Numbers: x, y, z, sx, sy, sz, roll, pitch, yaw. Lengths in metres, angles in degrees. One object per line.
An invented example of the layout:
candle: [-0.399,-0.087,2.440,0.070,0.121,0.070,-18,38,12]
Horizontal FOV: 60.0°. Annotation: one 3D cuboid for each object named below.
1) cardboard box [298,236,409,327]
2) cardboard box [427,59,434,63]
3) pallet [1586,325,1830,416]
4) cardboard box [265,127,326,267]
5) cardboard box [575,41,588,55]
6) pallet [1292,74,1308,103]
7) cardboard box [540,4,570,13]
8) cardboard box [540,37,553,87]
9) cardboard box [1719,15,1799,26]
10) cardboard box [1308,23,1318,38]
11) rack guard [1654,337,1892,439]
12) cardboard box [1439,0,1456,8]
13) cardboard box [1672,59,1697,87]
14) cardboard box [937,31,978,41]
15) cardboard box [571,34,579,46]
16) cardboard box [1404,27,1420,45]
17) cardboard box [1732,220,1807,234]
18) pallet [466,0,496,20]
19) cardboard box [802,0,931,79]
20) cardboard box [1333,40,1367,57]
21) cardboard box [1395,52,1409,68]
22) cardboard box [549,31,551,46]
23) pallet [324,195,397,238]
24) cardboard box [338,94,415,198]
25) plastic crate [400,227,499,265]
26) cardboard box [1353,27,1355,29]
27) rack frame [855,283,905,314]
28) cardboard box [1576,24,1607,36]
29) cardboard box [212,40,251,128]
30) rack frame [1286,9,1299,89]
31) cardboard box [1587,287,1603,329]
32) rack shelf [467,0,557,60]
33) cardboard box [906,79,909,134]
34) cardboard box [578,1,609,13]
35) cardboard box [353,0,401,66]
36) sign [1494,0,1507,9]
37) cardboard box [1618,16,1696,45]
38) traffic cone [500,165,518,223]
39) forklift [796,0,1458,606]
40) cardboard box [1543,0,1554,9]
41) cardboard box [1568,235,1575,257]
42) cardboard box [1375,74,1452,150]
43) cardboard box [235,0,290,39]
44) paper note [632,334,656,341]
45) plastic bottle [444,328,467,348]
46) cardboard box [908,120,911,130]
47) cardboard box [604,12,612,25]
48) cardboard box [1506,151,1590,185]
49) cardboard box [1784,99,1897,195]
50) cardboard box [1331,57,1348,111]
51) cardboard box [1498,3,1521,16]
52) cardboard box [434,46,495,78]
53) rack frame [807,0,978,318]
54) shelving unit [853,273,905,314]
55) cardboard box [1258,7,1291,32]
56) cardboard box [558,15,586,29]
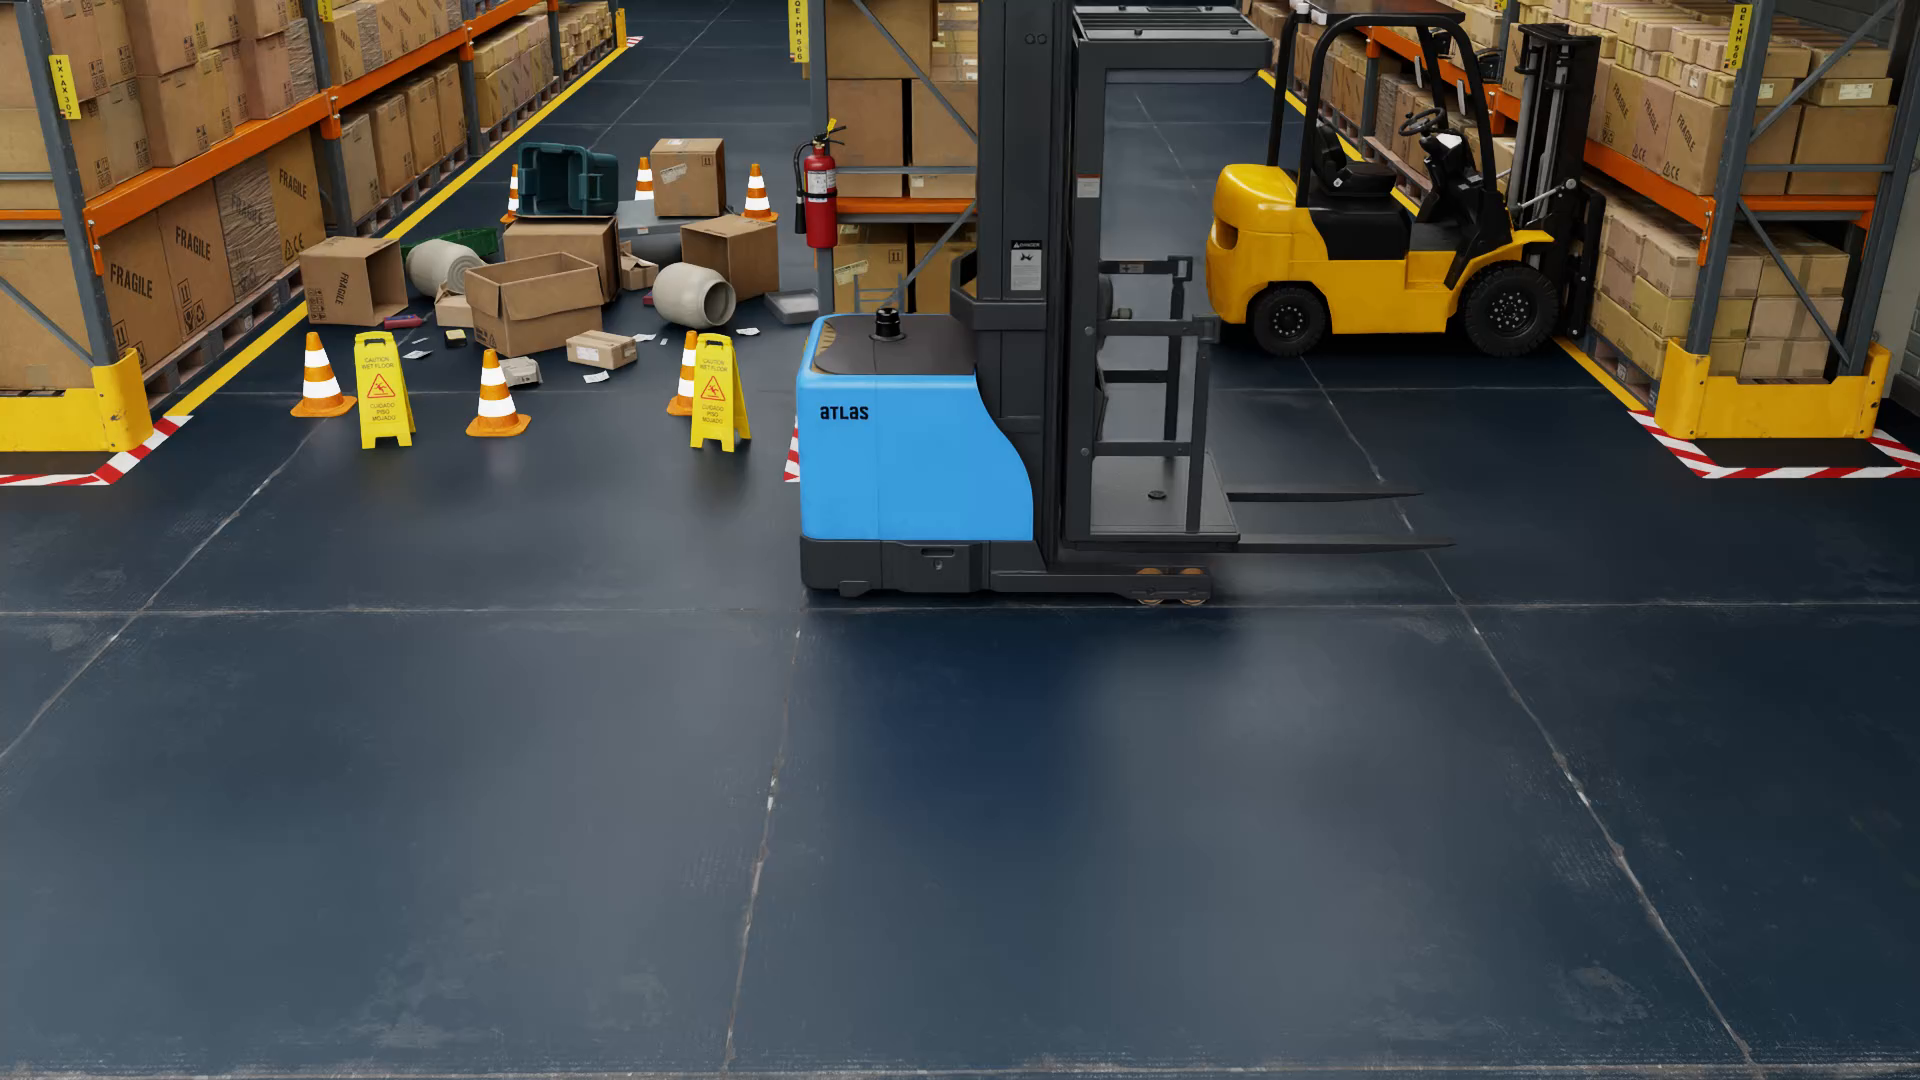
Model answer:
cardboard box: [-4.242,-1.816,11.655,0.500,0.500,0.500,4,25,9]
cardboard box: [-5.598,-4.911,17.083,0.500,0.250,0.500,-1,24,-2]
pallet: [4.620,-1.072,10.365,1.003,0.211,1.213,0,24,-1]
cardboard box: [-5.348,-2.552,12.322,0.875,0.875,0.875,0,24,0]
cardboard box: [-5.110,-6.463,21.850,0.380,0.149,0.250,-1,24,-2]
pallet: [4.586,-5.367,19.861,1.003,0.211,1.213,0,24,-1]
cardboard box: [-5.627,-7.366,23.125,0.380,0.149,0.250,0,24,0]
cardboard box: [-5.112,-5.633,19.590,0.500,0.500,0.500,-1,24,-2]
cardboard box: [4.974,-3.180,10.371,0.380,0.149,0.250,-1,24,-2]
cardboard box: [4.358,-6.058,19.741,0.380,0.149,0.250,-1,24,-2]
rack guard: [4.671,-0.879,9.587,1.175,0.500,0.348,0,24,-1]
cardboard box: [4.353,-4.459,14.045,0.500,0.250,0.500,0,24,0]
cardboard box: [4.413,-2.723,9.722,0.380,0.149,0.250,0,24,0]
cardboard box: [-0.050,-3.014,10.793,0.500,0.500,0.500,-1,24,-2]
cardboard box: [-5.167,-6.492,21.554,0.380,0.149,0.250,1,24,2]
cardboard box: [4.357,-4.653,15.079,0.500,0.250,0.500,-1,24,-2]
cardboard box: [4.846,-1.827,10.263,0.500,0.250,0.500,0,24,0]
pallet: [-5.443,-5.442,16.876,1.213,0.211,1.003,0,24,-1]
cardboard box: [-0.517,-2.850,9.216,0.700,0.500,0.500,-1,24,-2]
cardboard box: [4.338,-5.421,18.333,0.380,0.149,0.250,-1,24,-3]
cardboard box: [4.830,-5.100,17.624,0.380,0.149,0.250,0,24,0]
cardboard box: [-5.169,-6.191,20.527,0.380,0.149,0.250,1,24,2]
pallet: [-5.369,-2.635,13.821,1.003,0.211,1.213,0,24,-1]
cardboard box: [-5.388,-3.408,14.365,1.050,0.750,0.750,0,24,-1]
plastic crate: [-3.973,-2.268,12.966,0.450,0.188,0.662,3,22,31]
cardboard box: [4.840,-6.062,19.750,0.380,0.149,0.250,0,24,-1]
rack frame: [-0.391,-0.701,8.344,0.240,1.200,0.006,-2,24,-5]
cardboard box: [4.353,-3.357,11.124,0.380,0.149,0.250,-1,24,-2]
cardboard box: [-5.352,-3.055,11.183,0.875,0.550,0.550,0,24,-1]
rack frame: [4.540,-6.973,20.027,1.000,3.000,0.127,0,24,-1]
cardboard box: [4.357,-1.570,10.908,0.500,0.250,0.500,0,24,0]
rack shelf: [-5.350,-5.733,18.159,1.077,0.370,4.000,0,24,-1]
cardboard box: [-0.577,-2.820,10.363,0.500,0.500,0.500,0,24,-1]
cardboard box: [-5.157,-7.480,23.376,0.380,0.149,0.250,0,24,0]
cardboard box: [-5.031,-4.266,13.921,0.500,0.500,0.500,0,24,-1]
sign: [4.084,-4.161,12.502,0.100,0.325,0.005,0,24,-1]
cardboard box: [4.342,-3.177,10.364,0.380,0.149,0.250,0,24,0]
traffic cone: [-3.790,-2.992,14.304,0.336,0.463,0.334,0,24,-1]
forklift: [0.786,-1.258,7.475,3.031,2.935,1.130,0,24,0]
cardboard box: [4.445,-3.913,11.992,0.380,0.149,0.250,0,24,0]
cardboard box: [4.330,-2.019,11.294,0.500,0.250,0.500,0,24,-1]
cardboard box: [4.576,-4.177,16.217,0.875,0.625,0.625,1,24,1]
cardboard box: [-5.193,-3.770,11.454,0.875,0.550,0.550,0,24,-1]
paper note: [-2.153,-1.377,11.272,0.148,0.019,0.142,8,26,18]
plastic bottle: [-3.400,-1.365,11.195,0.133,0.061,0.283,-9,26,-19]
cardboard box: [-0.508,-2.673,10.824,0.380,0.149,0.250,0,24,-1]
cardboard box: [-5.125,-7.345,23.439,0.380,0.149,0.250,-1,24,-2]
cardboard box: [4.314,-2.659,12.102,0.500,0.250,0.500,0,24,0]
cardboard box: [4.943,-2.279,9.527,0.500,0.500,0.500,1,24,1]
cardboard box: [4.360,-4.972,18.127,0.500,0.500,0.500,1,24,2]
cardboard box: [4.401,-4.157,12.893,0.380,0.149,0.250,1,24,1]
cardboard box: [-5.094,-4.916,17.093,0.500,0.250,0.500,-1,24,-3]
rack frame: [-0.293,-2.004,9.041,1.000,3.000,0.127,0,24,-1]
shelving unit: [-0.400,-0.739,8.427,0.258,1.200,0.189,-2,24,-5]
cardboard box: [4.284,-6.850,22.280,0.500,0.500,0.500,0,24,0]
cardboard box: [-5.160,-6.835,21.951,0.380,0.149,0.250,0,24,0]
